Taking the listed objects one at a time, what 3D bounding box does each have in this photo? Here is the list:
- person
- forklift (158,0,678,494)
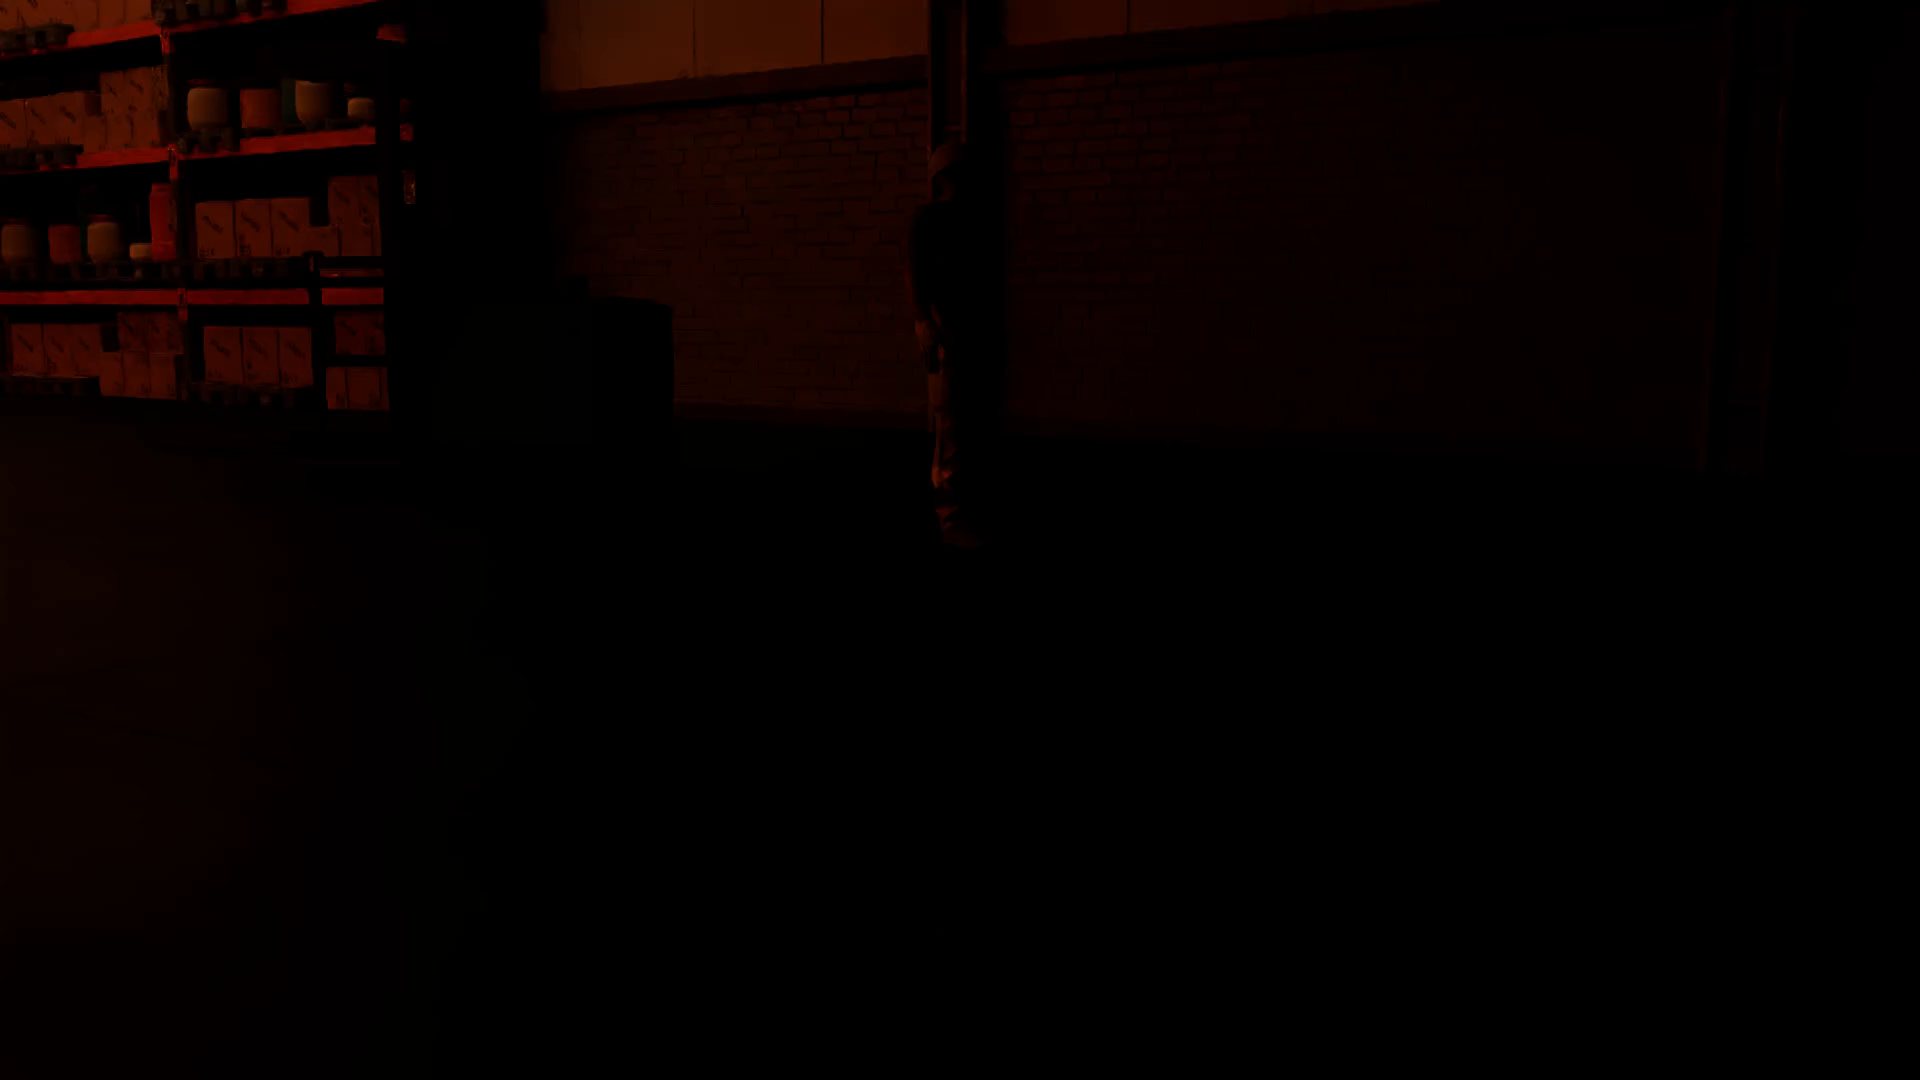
[{"bbox_3d":[0.060,-0.885,7.423,0.563,1.787,0.637,5,10,34],"label":"person"},{"bbox_3d":[-3.276,-1.790,9.777,3.031,2.935,1.130,2,8,14],"label":"forklift"}]
